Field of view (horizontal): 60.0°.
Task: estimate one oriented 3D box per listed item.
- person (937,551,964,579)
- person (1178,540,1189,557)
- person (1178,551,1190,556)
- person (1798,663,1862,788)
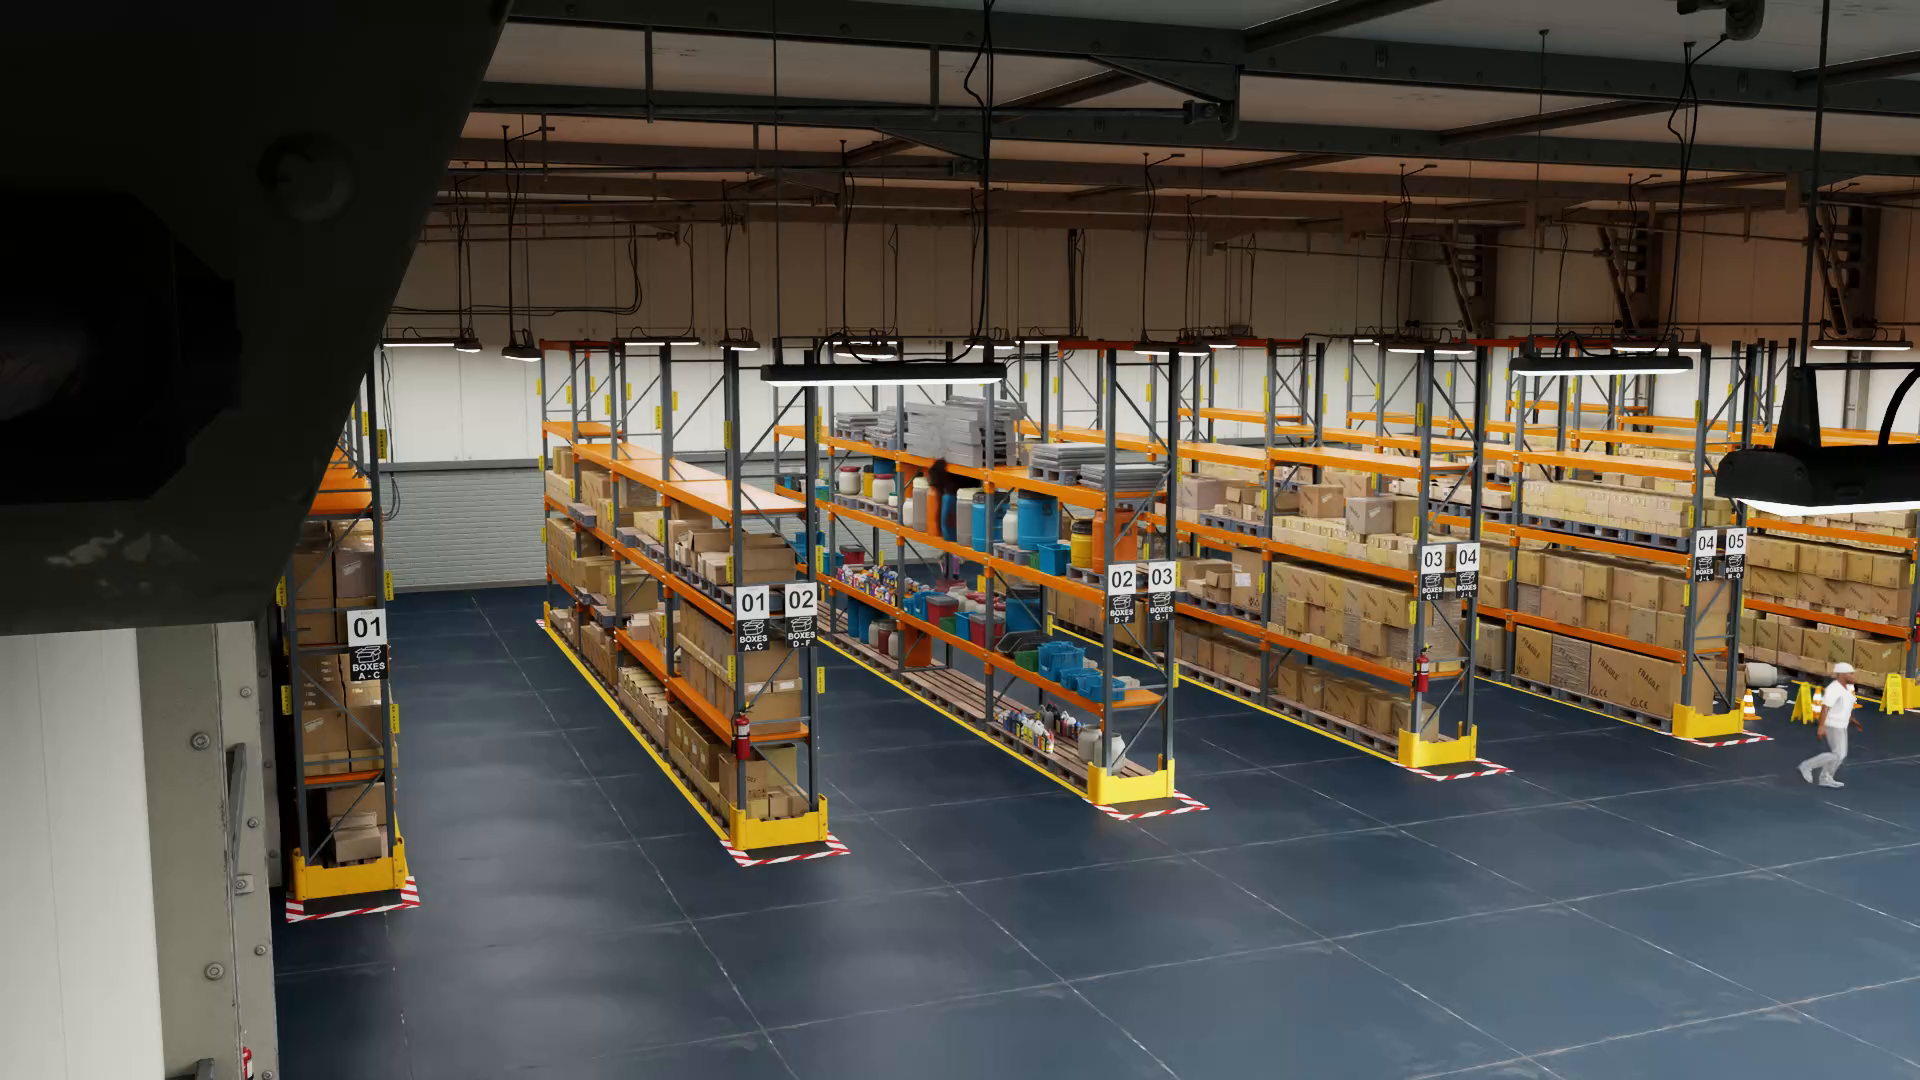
[{"bbox_3d":[-0.184,0.757,36.629,0.527,1.591,0.888,-4,8,-28],"label":"person"},{"bbox_3d":[5.503,0.116,41.420,0.793,1.708,0.602,-3,8,-22],"label":"person"},{"bbox_3d":[5.695,-0.038,42.580,0.608,1.636,0.927,5,9,36],"label":"person"},{"bbox_3d":[11.906,2.526,22.728,0.688,1.724,0.728,5,9,36],"label":"person"}]
